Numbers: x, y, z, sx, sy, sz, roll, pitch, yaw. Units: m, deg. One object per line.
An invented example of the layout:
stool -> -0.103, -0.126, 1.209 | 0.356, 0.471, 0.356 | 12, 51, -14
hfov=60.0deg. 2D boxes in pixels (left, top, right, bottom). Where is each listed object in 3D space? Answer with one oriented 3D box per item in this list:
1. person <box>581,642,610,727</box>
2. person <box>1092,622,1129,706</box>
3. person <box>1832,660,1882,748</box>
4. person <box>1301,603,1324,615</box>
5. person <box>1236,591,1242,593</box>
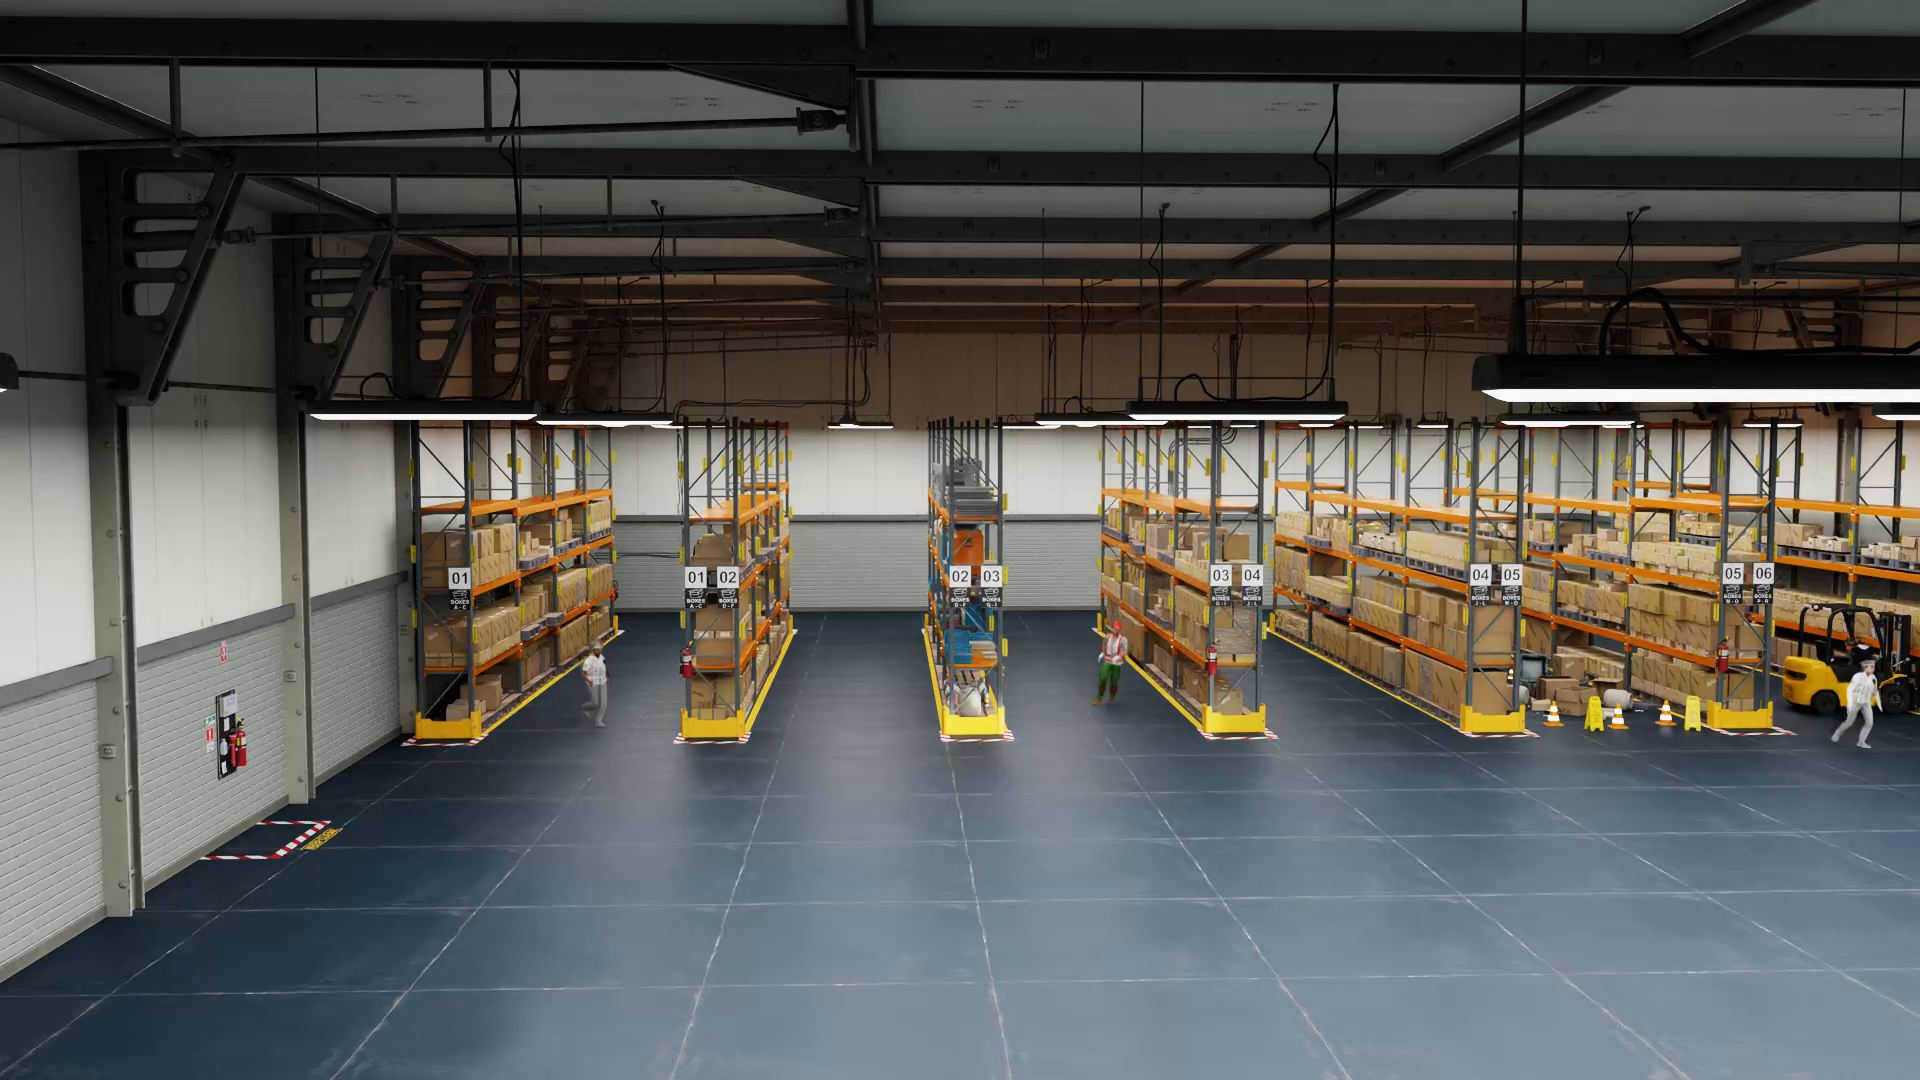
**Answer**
person -> -7.102, 2.794, 32.366 | 0.586, 1.653, 0.653 | -3, 5, -43
person -> 3.166, 2.563, 34.604 | 0.714, 1.751, 0.834 | 1, 4, 17
person -> 16.326, 2.941, 30.272 | 0.642, 1.614, 0.735 | -1, 4, -13
person -> 10.574, 1.606, 49.892 | 0.787, 1.792, 0.646 | -1, 4, -18
person -> 8.080, 1.739, 48.764 | 0.470, 1.670, 0.804 | 0, 4, 4
